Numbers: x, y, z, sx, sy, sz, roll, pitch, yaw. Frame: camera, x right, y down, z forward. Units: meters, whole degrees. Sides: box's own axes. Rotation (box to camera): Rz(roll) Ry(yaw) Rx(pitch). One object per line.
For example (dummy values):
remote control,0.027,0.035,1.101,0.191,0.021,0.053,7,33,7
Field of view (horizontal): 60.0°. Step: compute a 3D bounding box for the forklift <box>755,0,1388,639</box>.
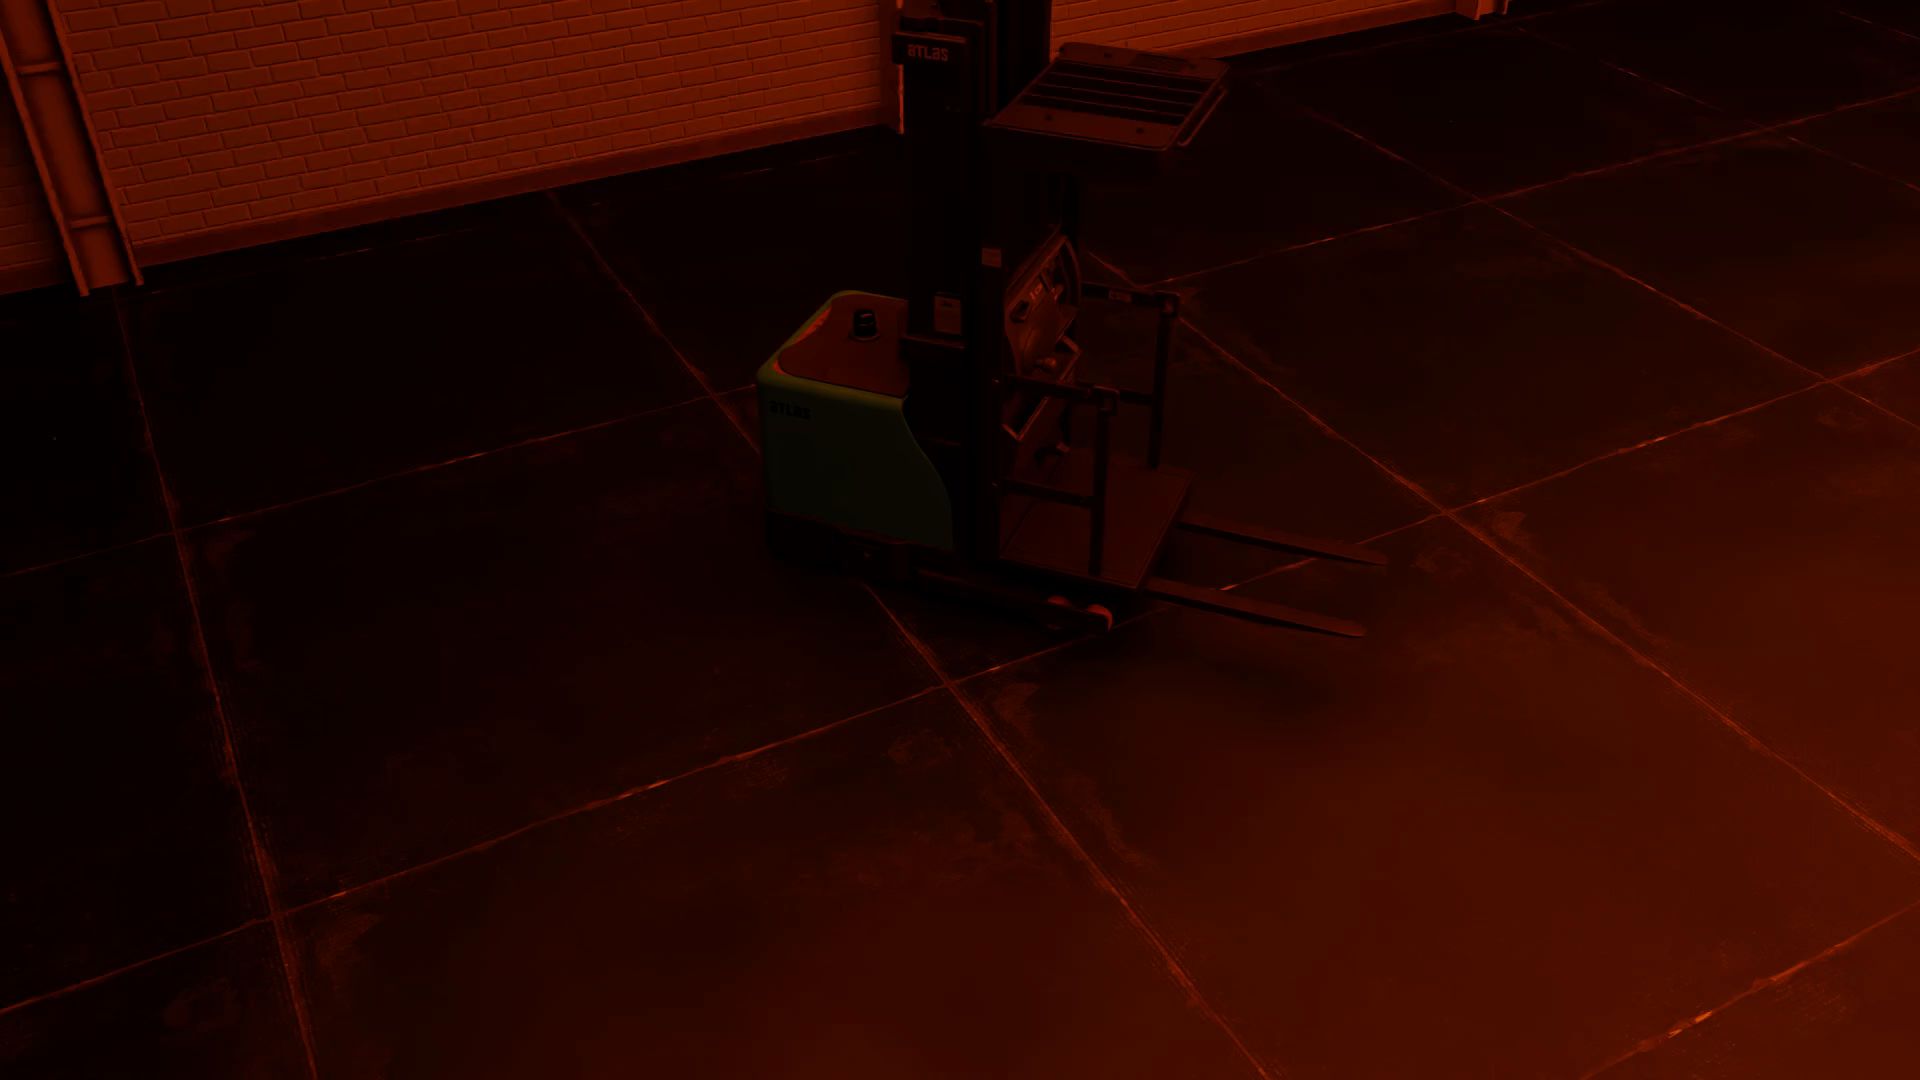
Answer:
forklift,0.570,-1.070,7.637,3.031,2.935,1.130,13,37,17
